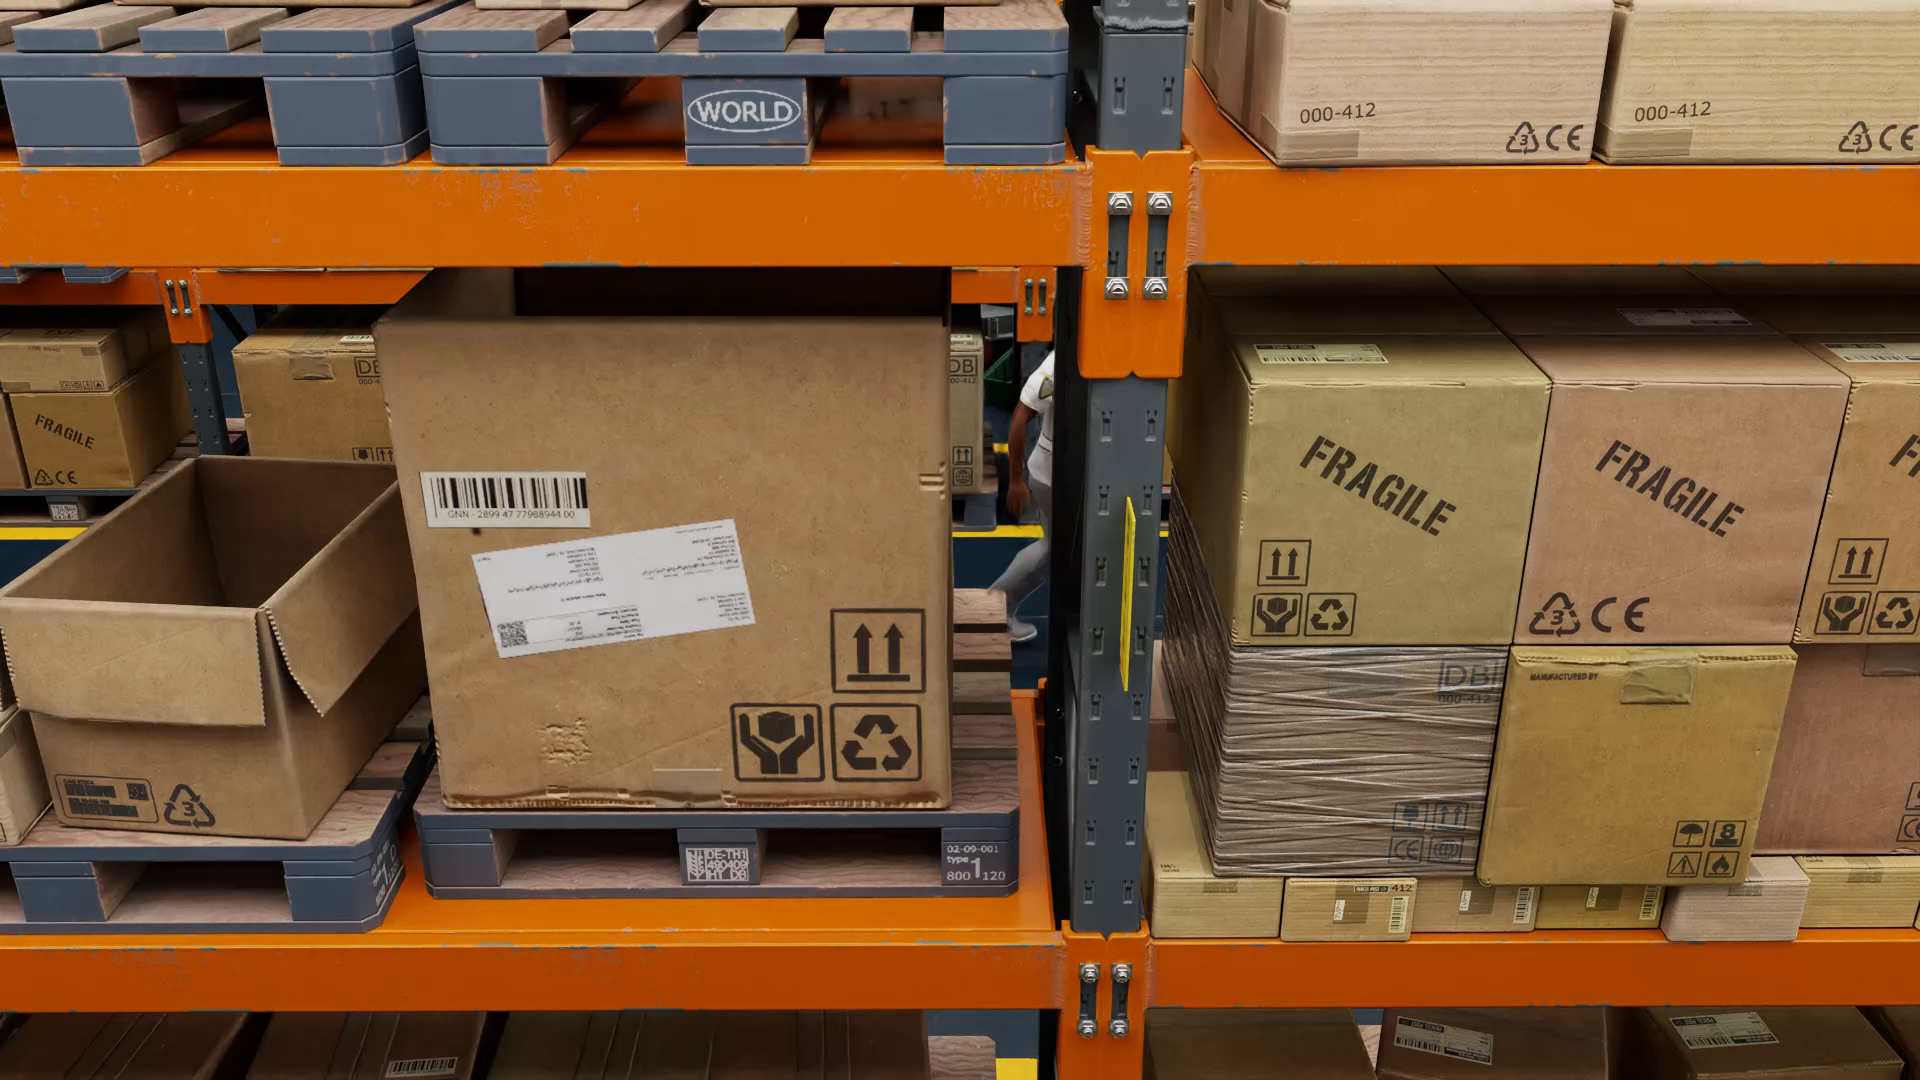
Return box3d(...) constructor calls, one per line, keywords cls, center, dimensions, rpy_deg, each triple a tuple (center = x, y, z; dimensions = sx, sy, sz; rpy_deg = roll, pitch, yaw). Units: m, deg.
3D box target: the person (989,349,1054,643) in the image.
box3d(cls="person", center=(0.410, -0.248, 6.630), dimensions=(0.768, 1.692, 0.597), rpy_deg=(10, 26, 20))
